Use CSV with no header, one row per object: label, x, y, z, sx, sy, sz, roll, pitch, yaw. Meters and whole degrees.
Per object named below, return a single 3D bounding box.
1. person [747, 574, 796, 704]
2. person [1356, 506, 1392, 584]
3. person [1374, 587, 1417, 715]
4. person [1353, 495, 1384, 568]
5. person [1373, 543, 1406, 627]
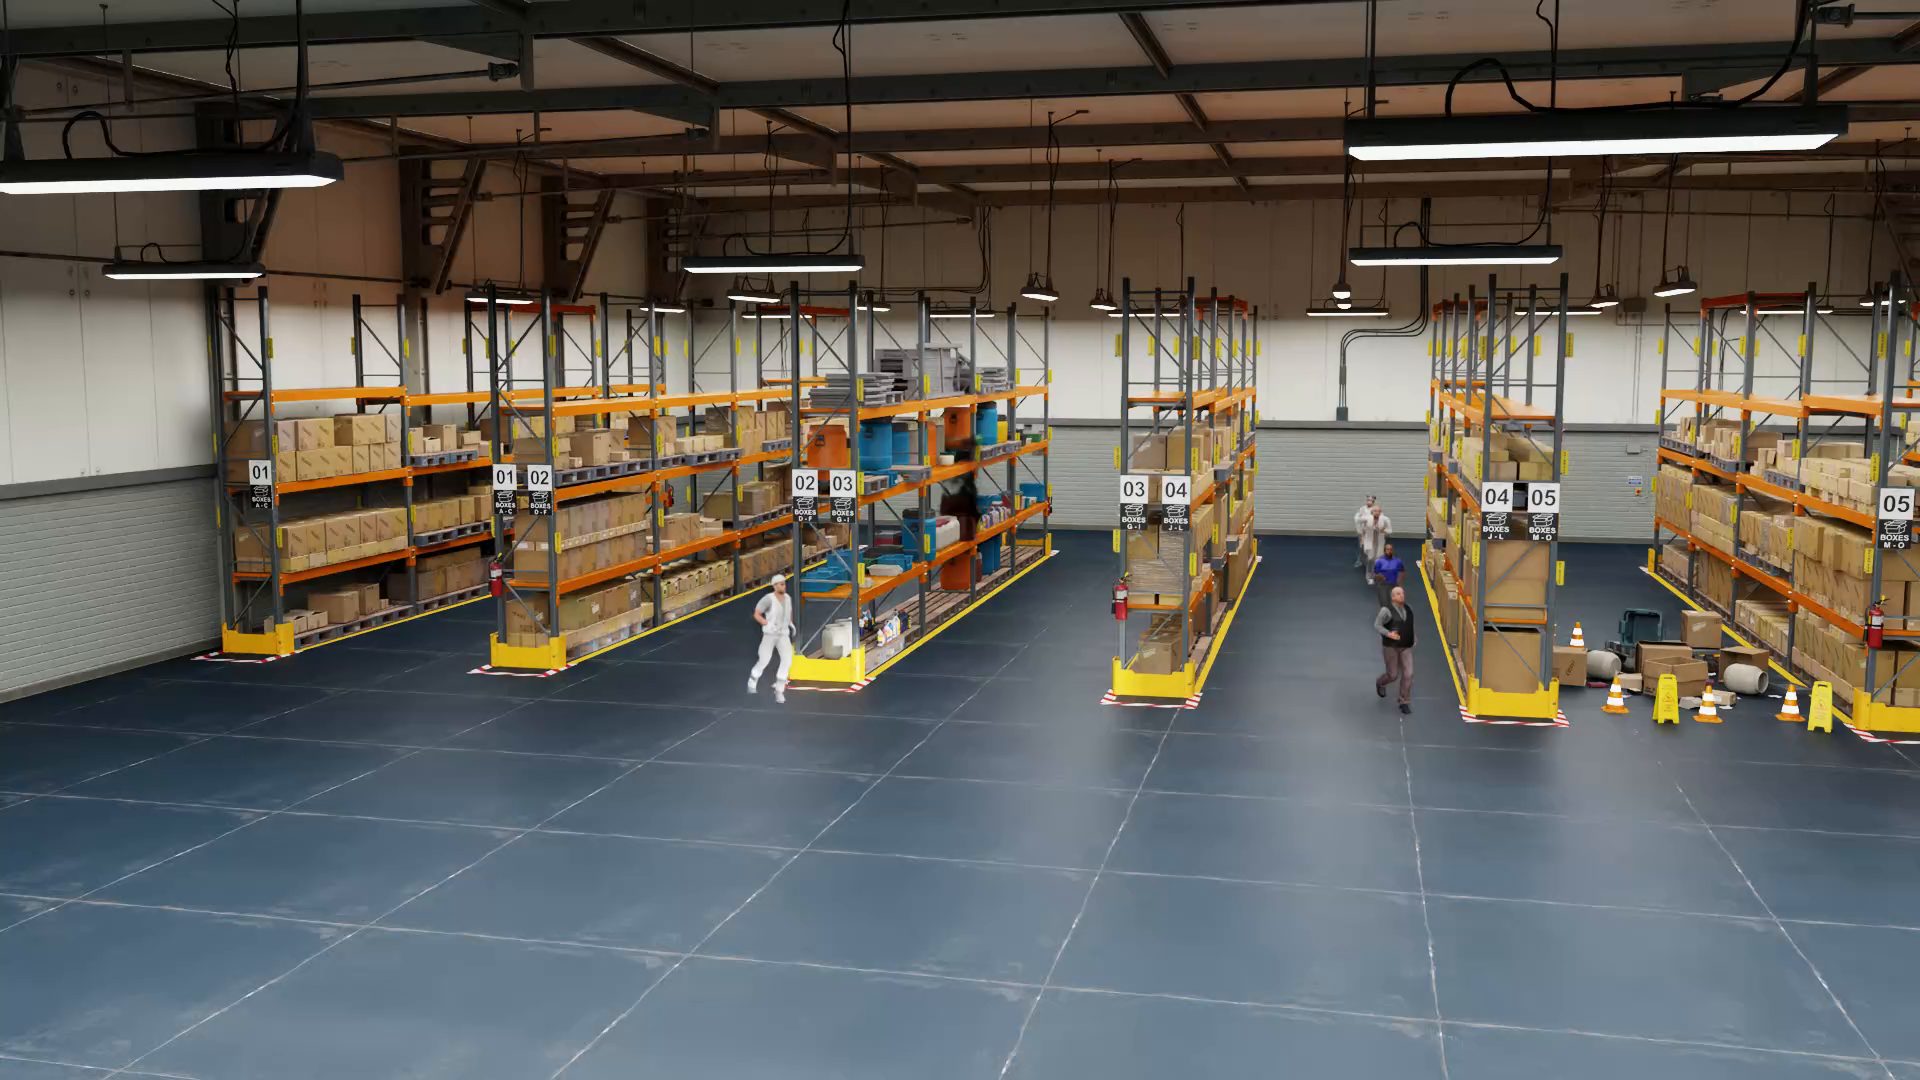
person,-2.634,1.394,23.858,0.725,1.808,0.779,-5,8,-36
person,8.747,0.113,35.143,0.691,1.706,0.872,0,7,4
person,6.073,1.517,23.144,0.690,1.740,0.871,-2,7,-14
person,9.371,-0.201,38.201,0.679,1.708,0.683,6,9,42
person,7.446,0.930,28.839,0.560,1.549,0.605,1,7,11
